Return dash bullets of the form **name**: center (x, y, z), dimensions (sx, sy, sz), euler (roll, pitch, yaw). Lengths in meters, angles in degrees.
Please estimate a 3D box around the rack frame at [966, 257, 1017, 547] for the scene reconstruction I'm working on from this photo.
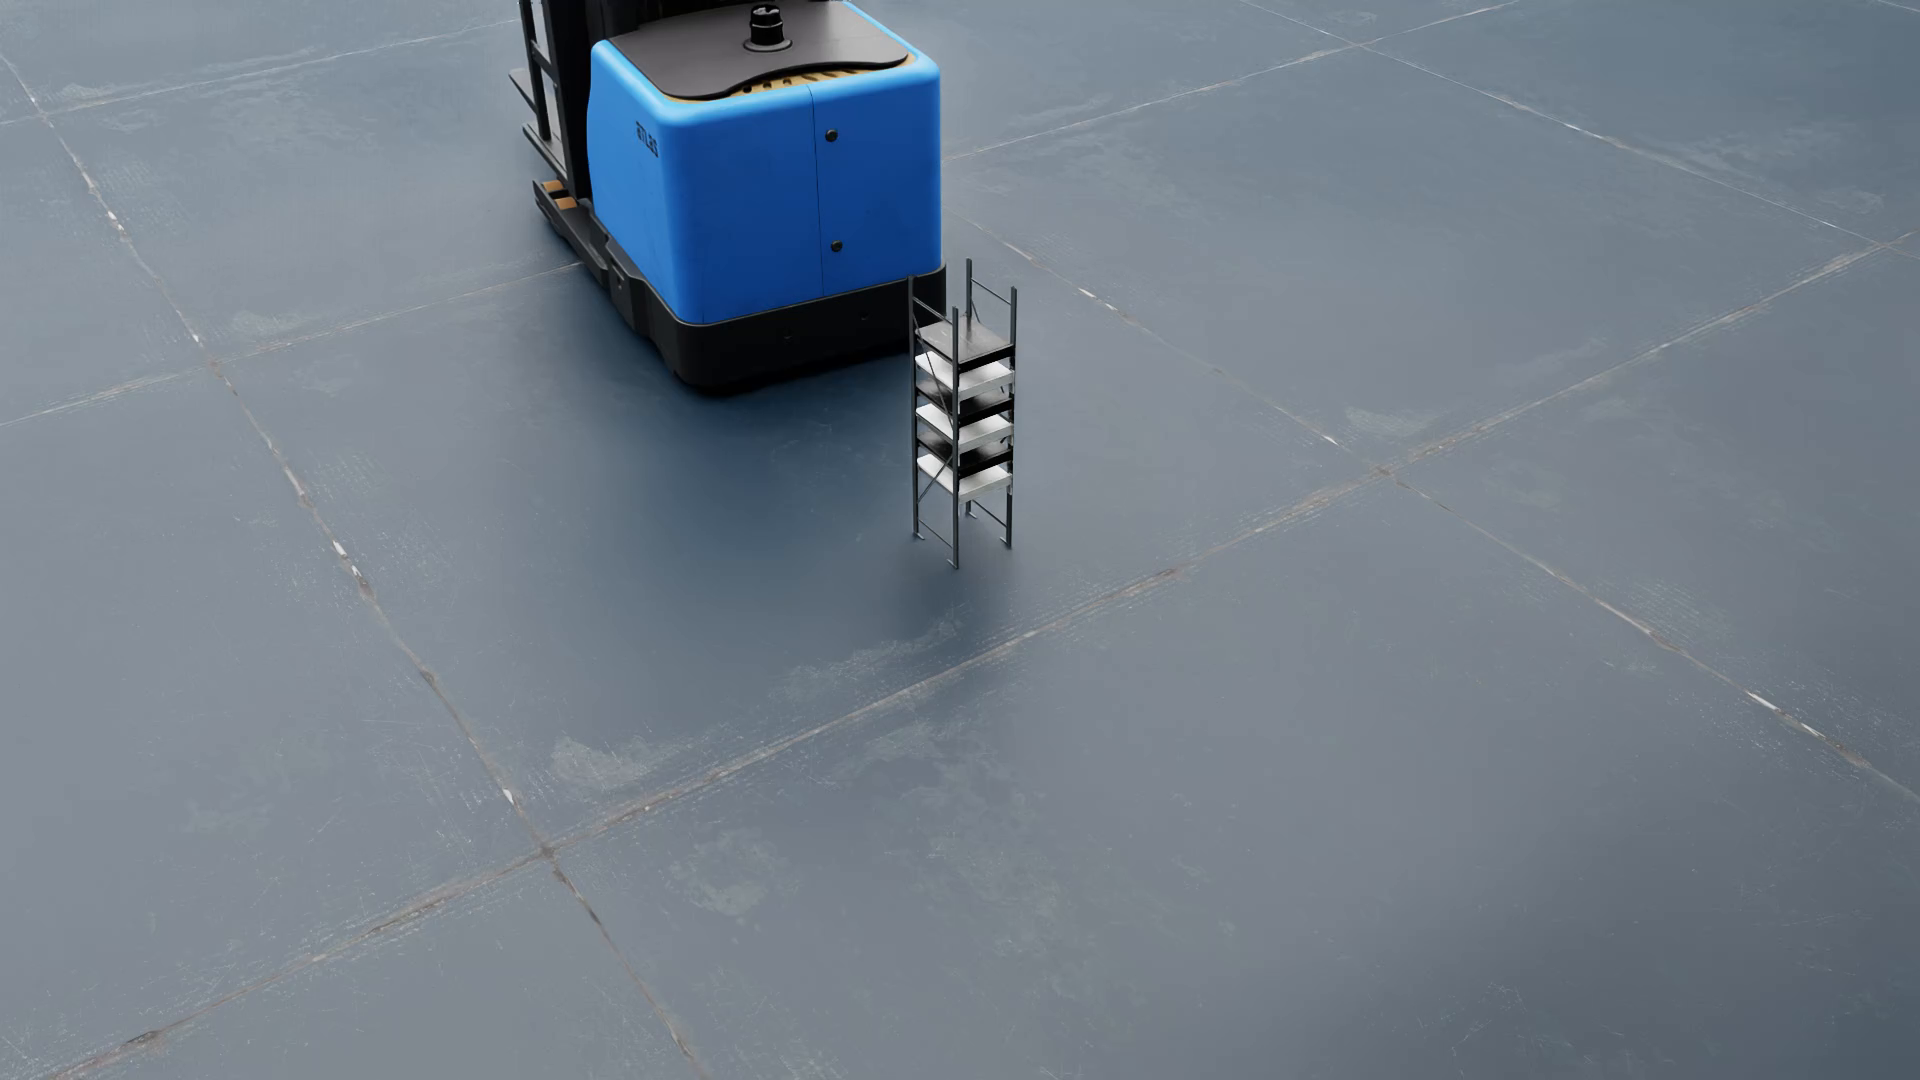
- **rack frame**: center (0.090, -0.402, 5.039), dimensions (0.006, 0.900, 0.240), euler (-22, 41, -28)

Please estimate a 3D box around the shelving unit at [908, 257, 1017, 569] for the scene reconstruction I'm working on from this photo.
- **shelving unit**: center (0.007, -0.368, 4.991), dimensions (0.210, 0.900, 0.258), euler (-22, 41, -28)

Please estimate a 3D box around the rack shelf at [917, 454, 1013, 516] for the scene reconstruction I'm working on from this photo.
- **rack shelf**: center (0.007, -0.195, 5.116), dimensions (0.200, 0.077, 0.258), euler (-22, 41, -28)

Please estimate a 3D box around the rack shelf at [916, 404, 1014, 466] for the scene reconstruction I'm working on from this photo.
- **rack shelf**: center (0.007, -0.341, 5.011), dimensions (0.200, 0.077, 0.258), euler (-22, 41, -28)

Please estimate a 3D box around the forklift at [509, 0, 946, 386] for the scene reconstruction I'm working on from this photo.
- **forklift**: center (-1.177, -2.580, 6.327), dimensions (1.130, 2.935, 3.031), euler (-17, 39, -22)

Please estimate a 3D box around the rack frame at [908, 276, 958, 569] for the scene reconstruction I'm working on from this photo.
- **rack frame**: center (-0.076, -0.334, 4.943), dimensions (0.006, 0.900, 0.240), euler (-22, 41, -28)

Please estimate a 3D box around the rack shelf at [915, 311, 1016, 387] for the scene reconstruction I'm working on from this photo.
- **rack shelf**: center (0.007, -0.560, 4.853), dimensions (0.200, 0.077, 0.258), euler (-22, 41, -28)

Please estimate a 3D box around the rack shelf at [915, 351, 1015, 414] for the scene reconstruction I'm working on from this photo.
- **rack shelf**: center (0.007, -0.487, 4.905), dimensions (0.200, 0.077, 0.258), euler (-22, 41, -28)

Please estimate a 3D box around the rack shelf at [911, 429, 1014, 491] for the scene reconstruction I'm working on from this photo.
- **rack shelf**: center (0.007, -0.268, 5.063), dimensions (0.200, 0.077, 0.258), euler (-22, 41, -28)

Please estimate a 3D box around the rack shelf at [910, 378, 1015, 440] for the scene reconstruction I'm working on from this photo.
- **rack shelf**: center (0.007, -0.414, 4.958), dimensions (0.200, 0.077, 0.258), euler (-22, 41, -28)
